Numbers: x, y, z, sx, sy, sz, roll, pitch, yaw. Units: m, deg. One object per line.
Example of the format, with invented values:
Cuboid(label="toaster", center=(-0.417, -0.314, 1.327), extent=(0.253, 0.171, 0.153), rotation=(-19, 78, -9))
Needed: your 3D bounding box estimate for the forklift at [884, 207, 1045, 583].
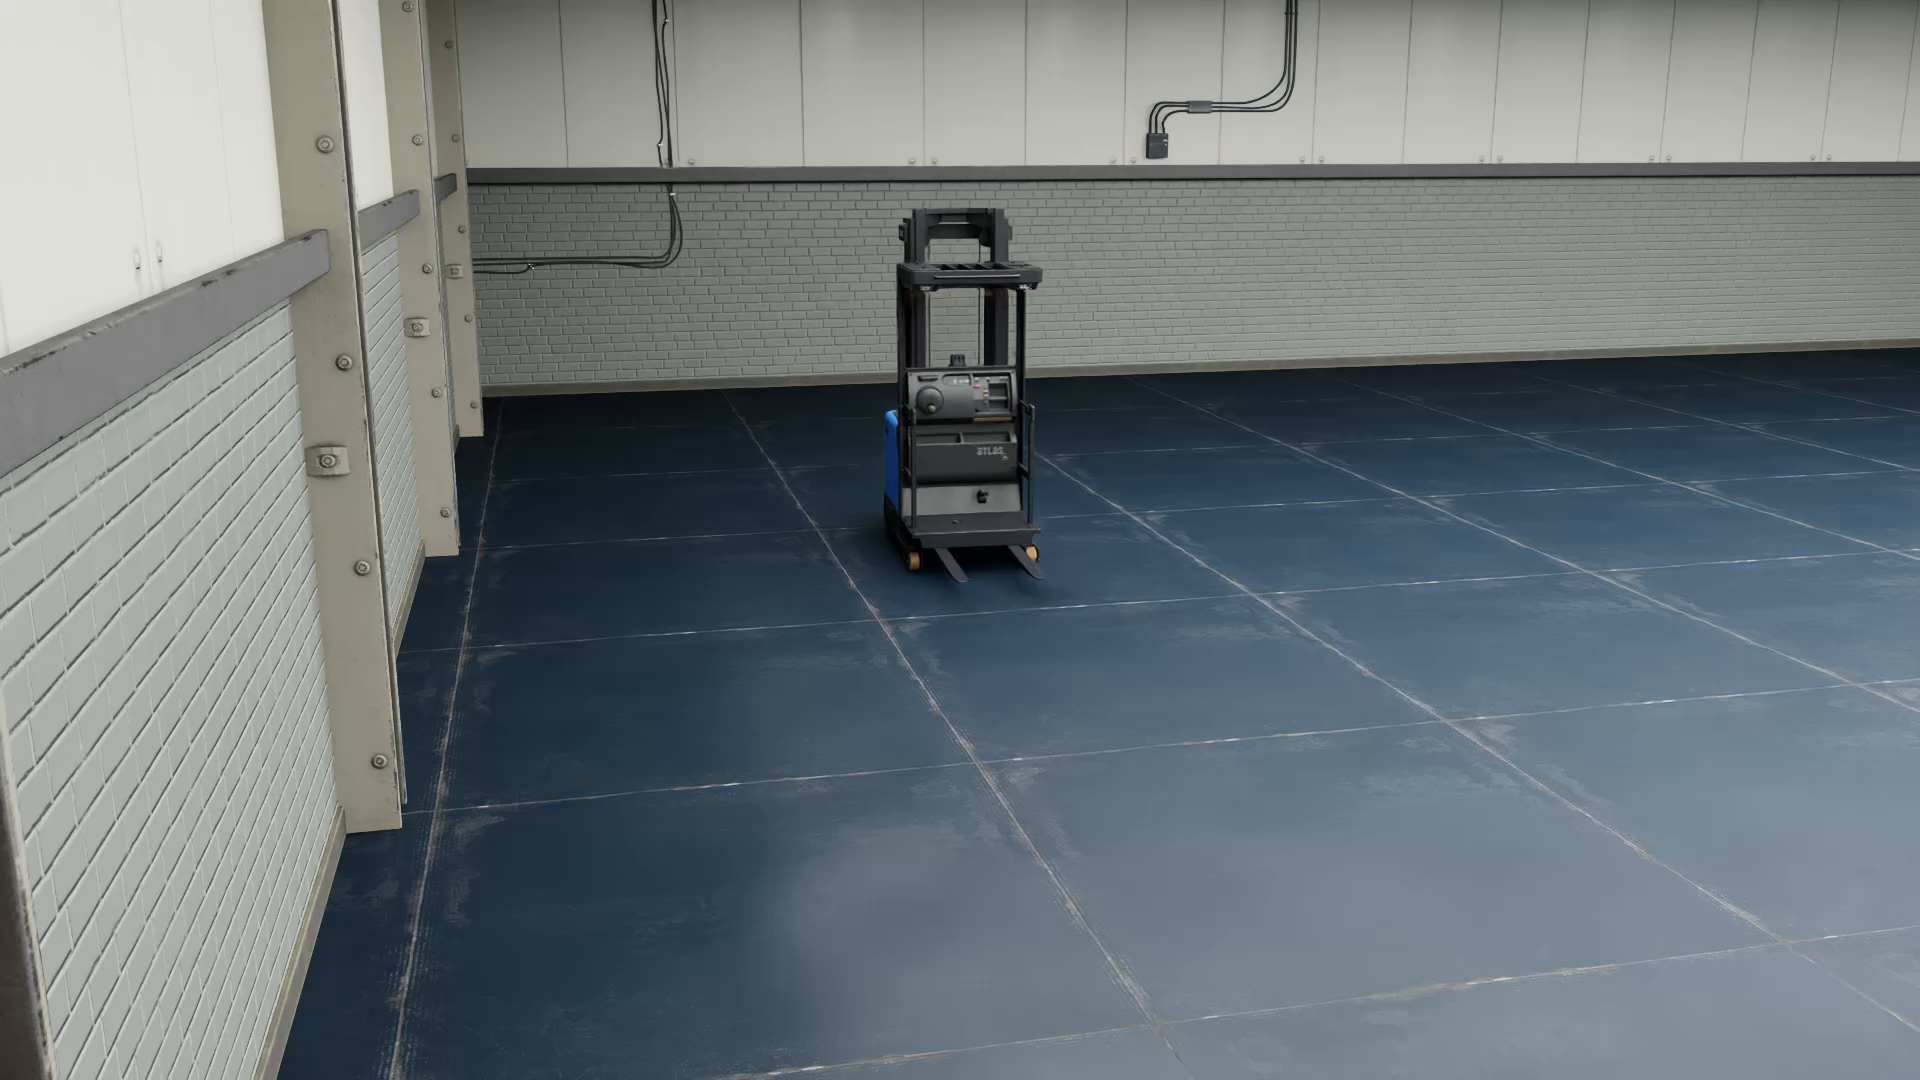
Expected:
Cuboid(label="forklift", center=(0.058, -1.255, 13.888), extent=(1.130, 2.935, 3.031), rotation=(-2, 14, -10))

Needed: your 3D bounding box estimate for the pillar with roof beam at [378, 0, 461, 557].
Cuboid(label="pillar with roof beam", center=(-0.356, -4.519, 14.463), extent=(9.100, 9.000, 0.400), rotation=(-3, 14, -13))

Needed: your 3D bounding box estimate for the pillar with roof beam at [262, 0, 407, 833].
Cuboid(label="pillar with roof beam", center=(1.053, -3.135, 8.798), extent=(9.100, 9.000, 0.400), rotation=(-3, 14, -13))

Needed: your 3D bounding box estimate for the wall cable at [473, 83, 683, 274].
Cuboid(label="wall cable", center=(-5.356, -4.908, 22.598), extent=(3.097, 2.526, 0.112), rotation=(-3, 14, -13))

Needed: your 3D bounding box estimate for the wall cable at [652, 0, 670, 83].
Cuboid(label="wall cable", center=(-2.727, -7.512, 22.616), extent=(3.097, 2.526, 0.112), rotation=(-3, 14, -13))

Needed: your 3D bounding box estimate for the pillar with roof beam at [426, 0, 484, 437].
Cuboid(label="pillar with roof beam", center=(-1.765, -5.903, 20.129), extent=(9.100, 9.000, 0.400), rotation=(-3, 14, -13))

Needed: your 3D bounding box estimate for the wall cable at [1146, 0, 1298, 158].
Cuboid(label="wall cable", center=(3.875, -8.594, 23.977), extent=(2.305, 6.003, 0.169), rotation=(-3, 14, -13))
